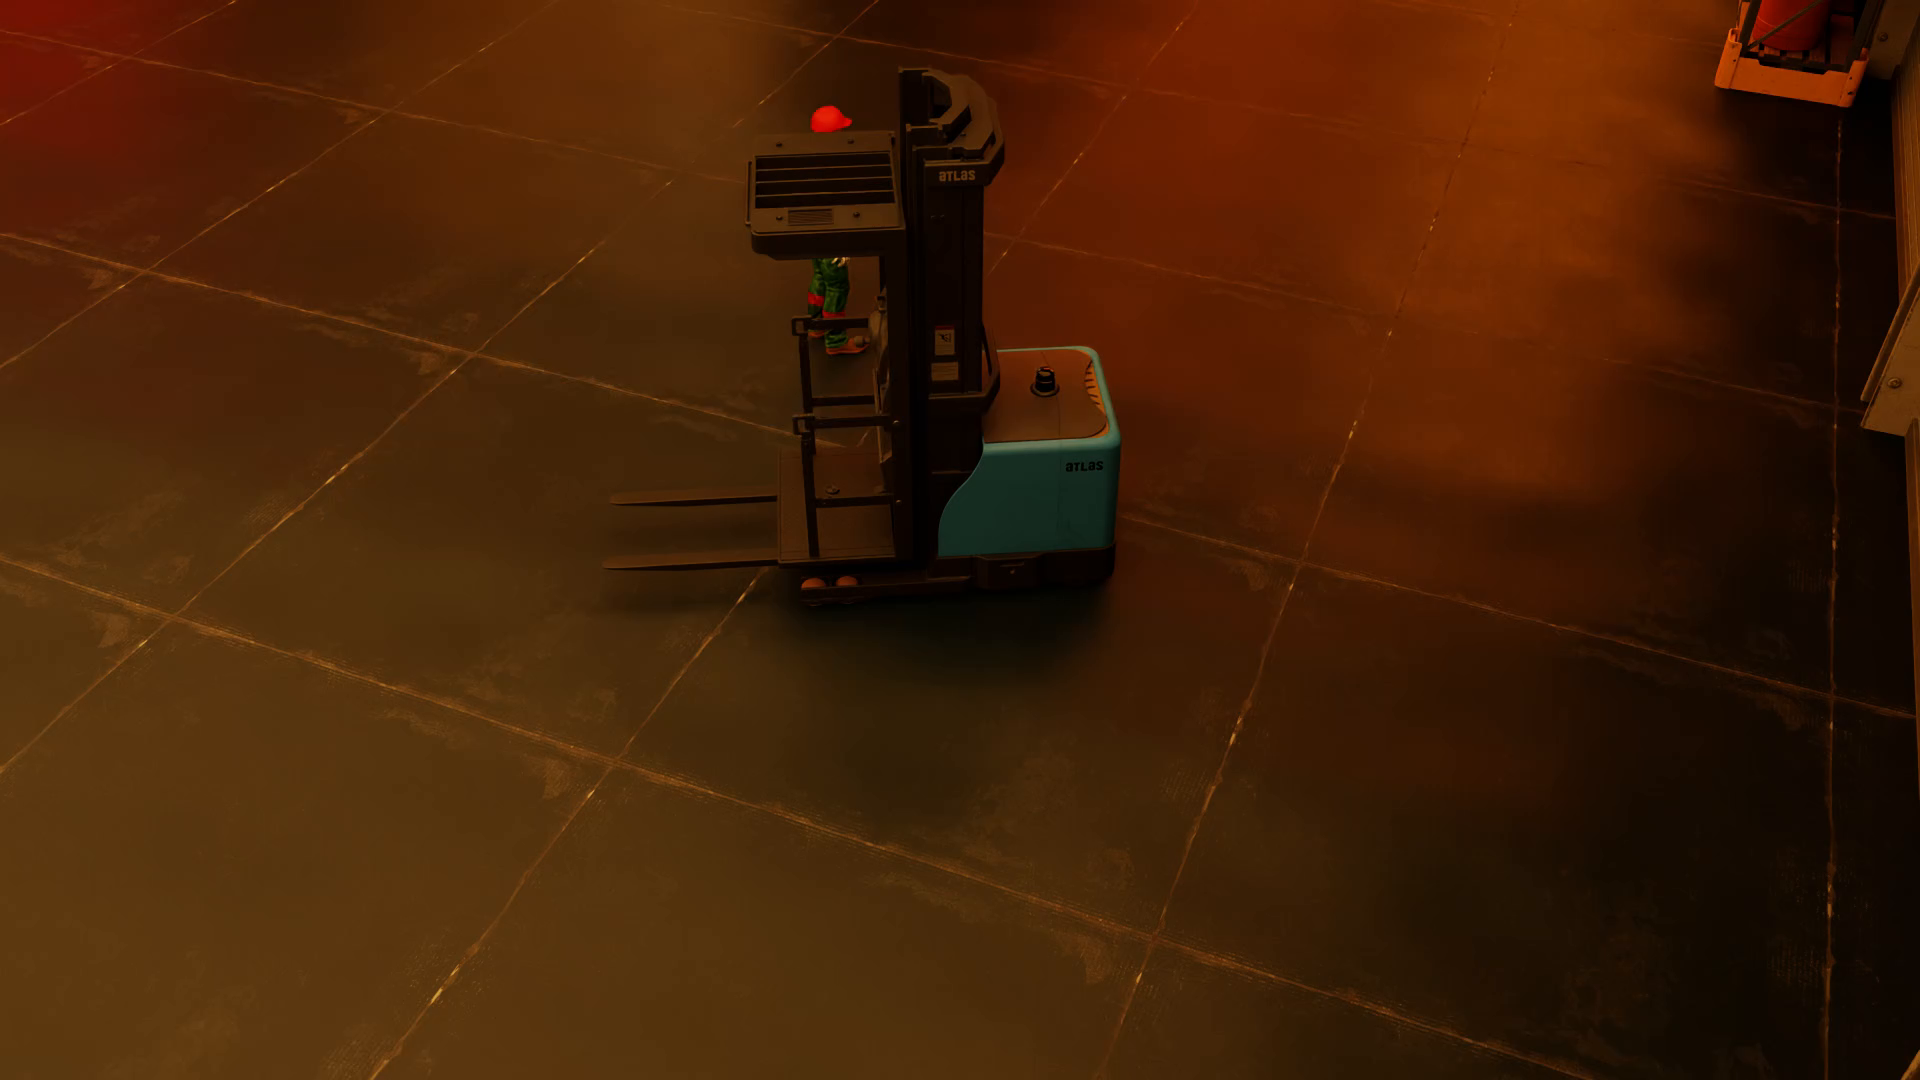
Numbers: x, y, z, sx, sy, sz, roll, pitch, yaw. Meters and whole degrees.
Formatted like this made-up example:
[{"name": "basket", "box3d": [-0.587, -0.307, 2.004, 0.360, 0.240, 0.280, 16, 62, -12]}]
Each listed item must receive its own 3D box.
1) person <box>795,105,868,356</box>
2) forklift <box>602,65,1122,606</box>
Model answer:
[{"name": "person", "box3d": [-0.919, -2.130, 11.453, 0.451, 1.777, 0.620, -17, 43, -19]}, {"name": "forklift", "box3d": [-0.621, -1.090, 9.308, 3.031, 2.935, 1.130, -3, 40, -4]}]
